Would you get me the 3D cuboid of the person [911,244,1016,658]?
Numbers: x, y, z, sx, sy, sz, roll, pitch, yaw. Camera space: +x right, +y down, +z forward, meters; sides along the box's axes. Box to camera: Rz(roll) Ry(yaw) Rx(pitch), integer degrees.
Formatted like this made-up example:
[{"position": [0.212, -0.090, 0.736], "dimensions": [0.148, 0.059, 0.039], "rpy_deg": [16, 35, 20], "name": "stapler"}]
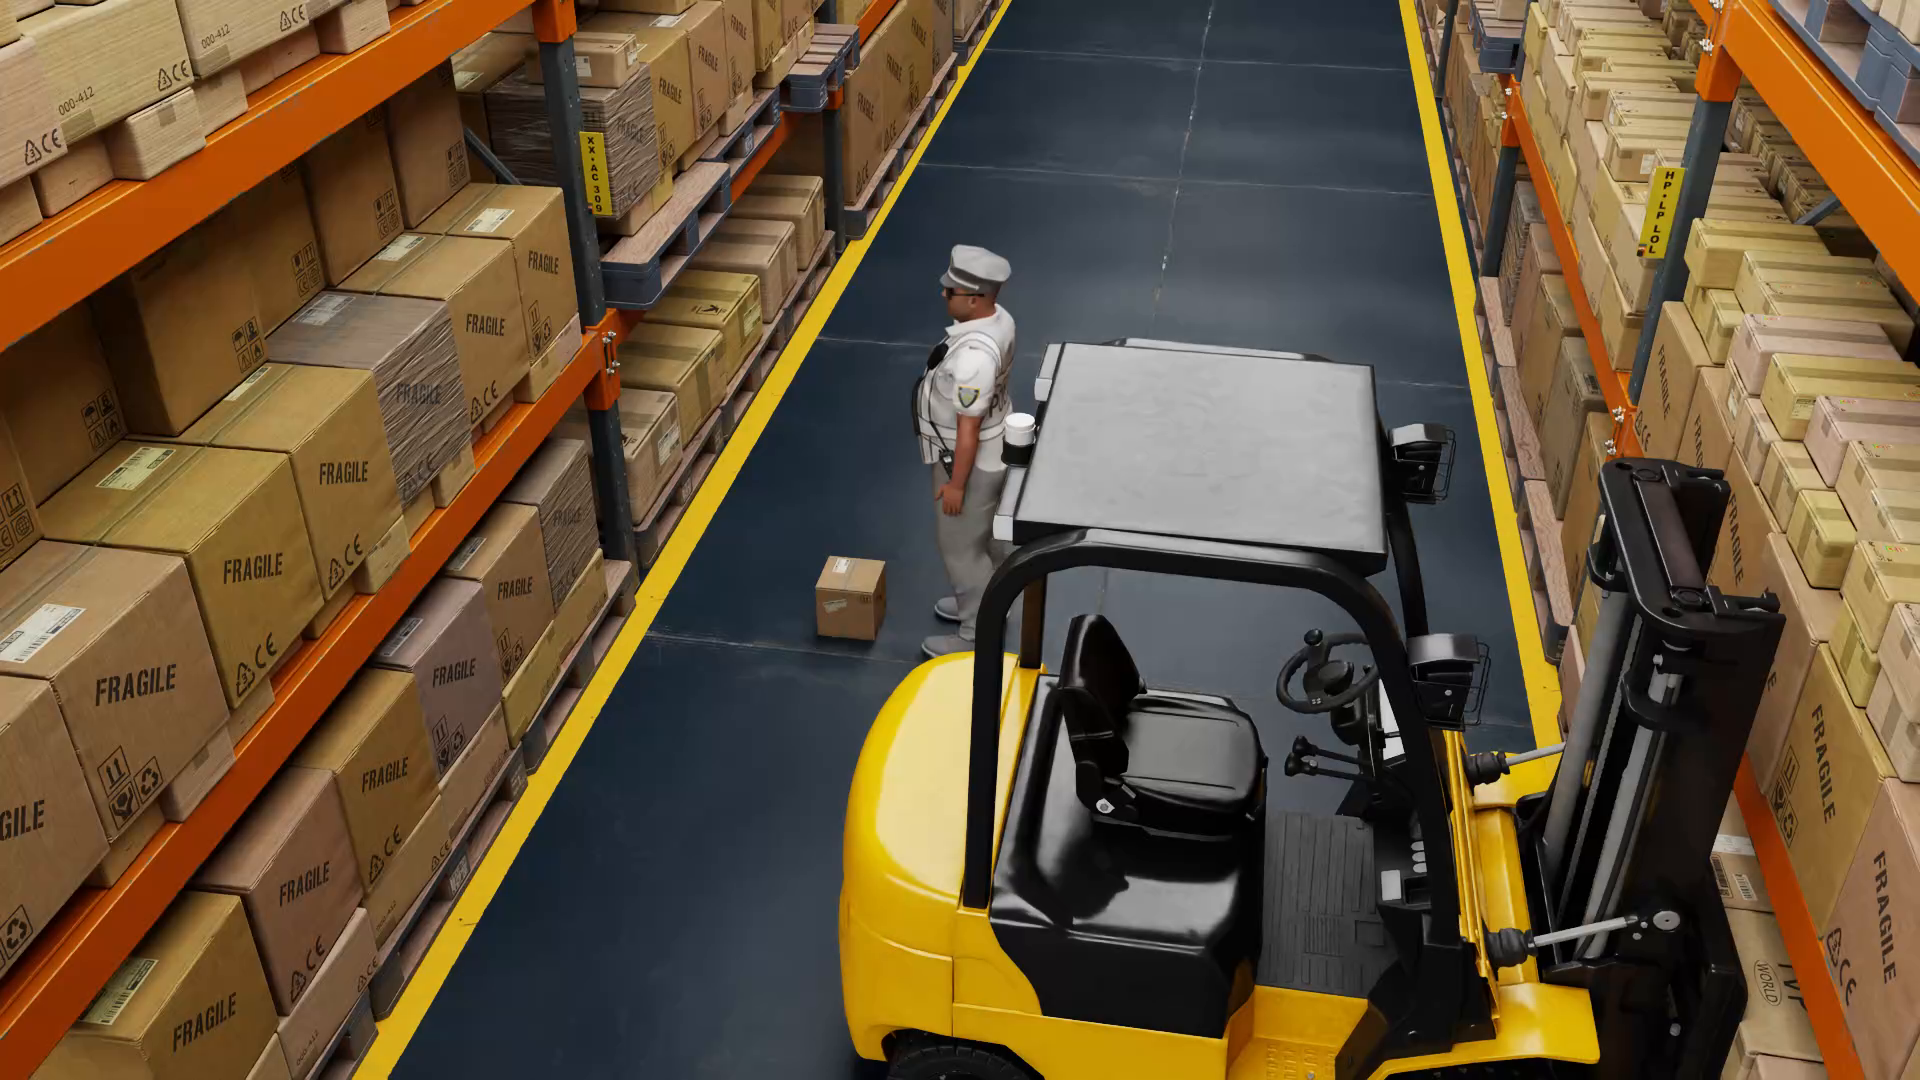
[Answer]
[{"position": [0.026, -0.337, 6.656], "dimensions": [0.395, 1.767, 0.527], "rpy_deg": [6, 33, 9], "name": "person"}]
